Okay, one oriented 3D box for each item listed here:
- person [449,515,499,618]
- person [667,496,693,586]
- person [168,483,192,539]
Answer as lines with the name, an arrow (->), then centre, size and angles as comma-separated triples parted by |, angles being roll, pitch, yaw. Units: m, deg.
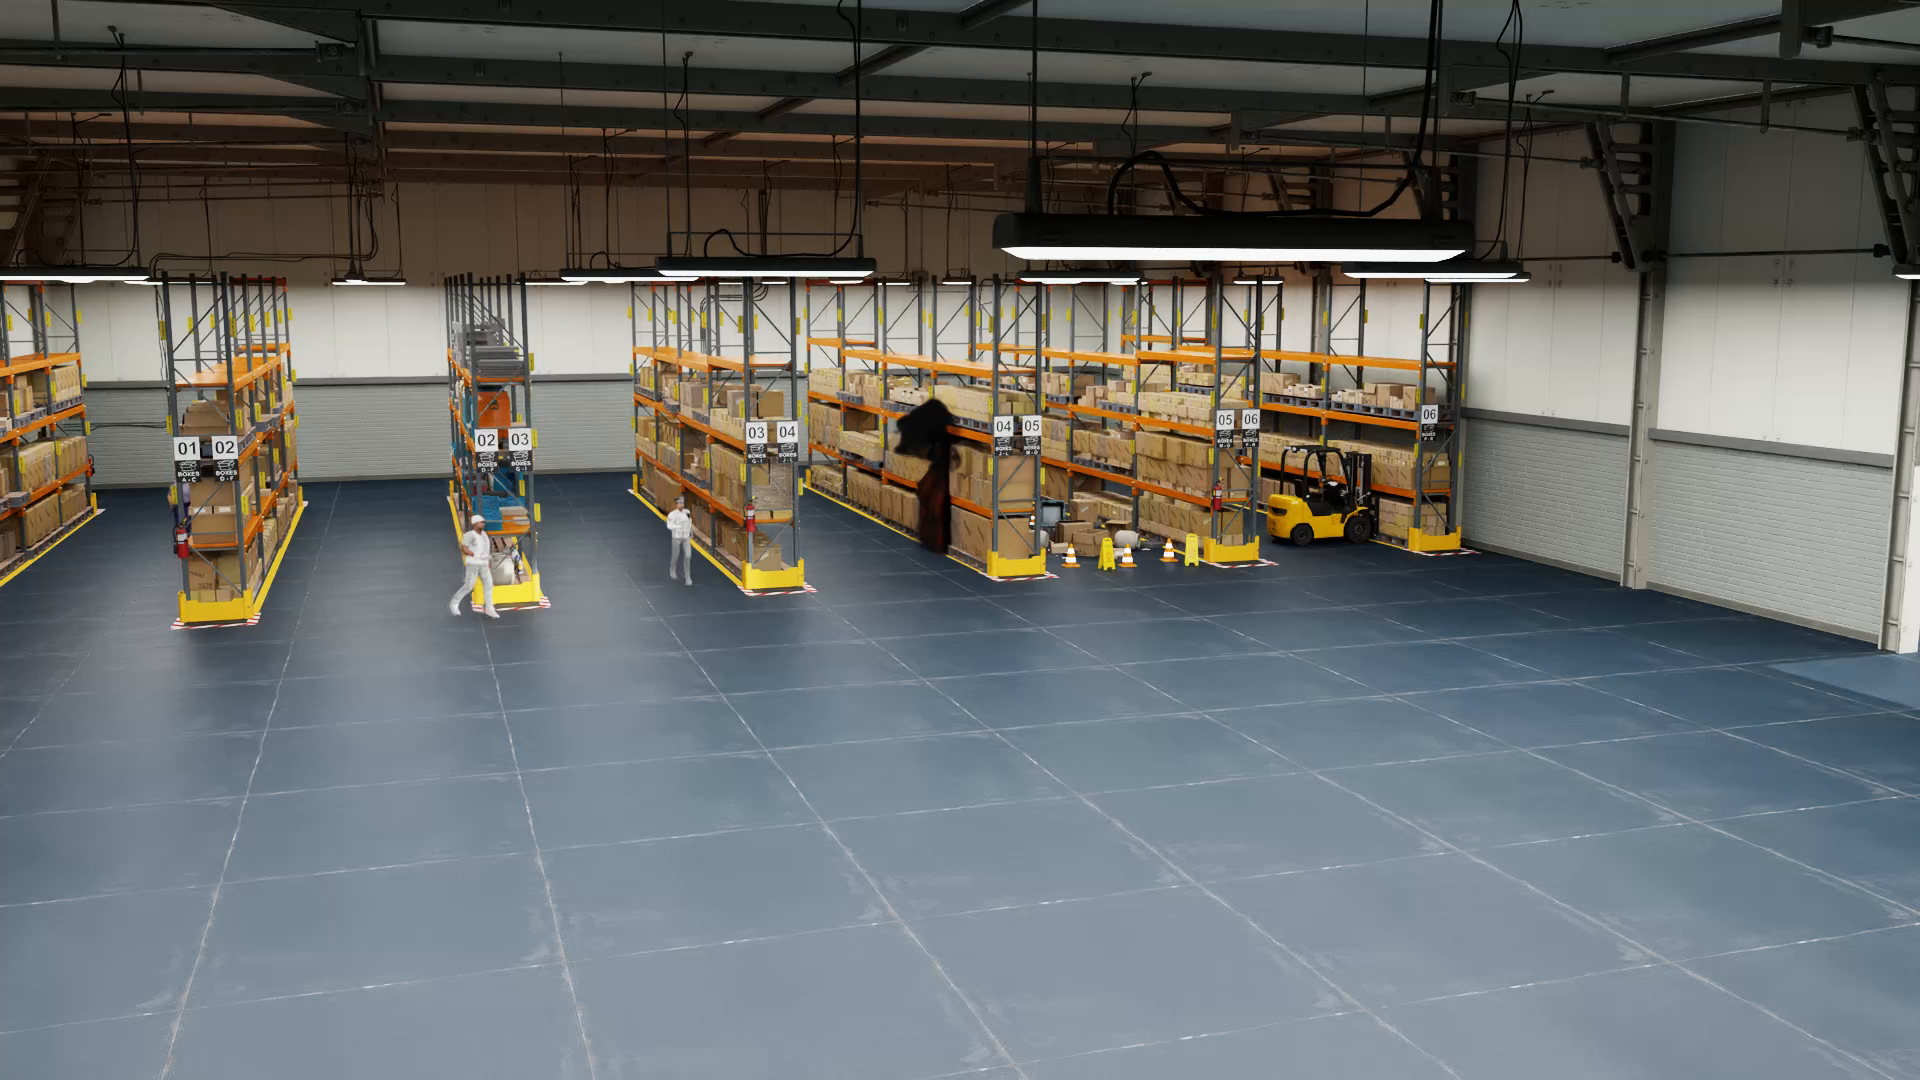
person -> -8.446, 0.447, 29.204 | 0.953, 1.774, 0.739 | 3, 9, 21
person -> -5.468, -0.017, 32.476 | 0.589, 1.720, 0.883 | -5, 10, -28
person -> -17.559, -0.708, 37.592 | 0.616, 1.594, 0.599 | -4, 9, -23
